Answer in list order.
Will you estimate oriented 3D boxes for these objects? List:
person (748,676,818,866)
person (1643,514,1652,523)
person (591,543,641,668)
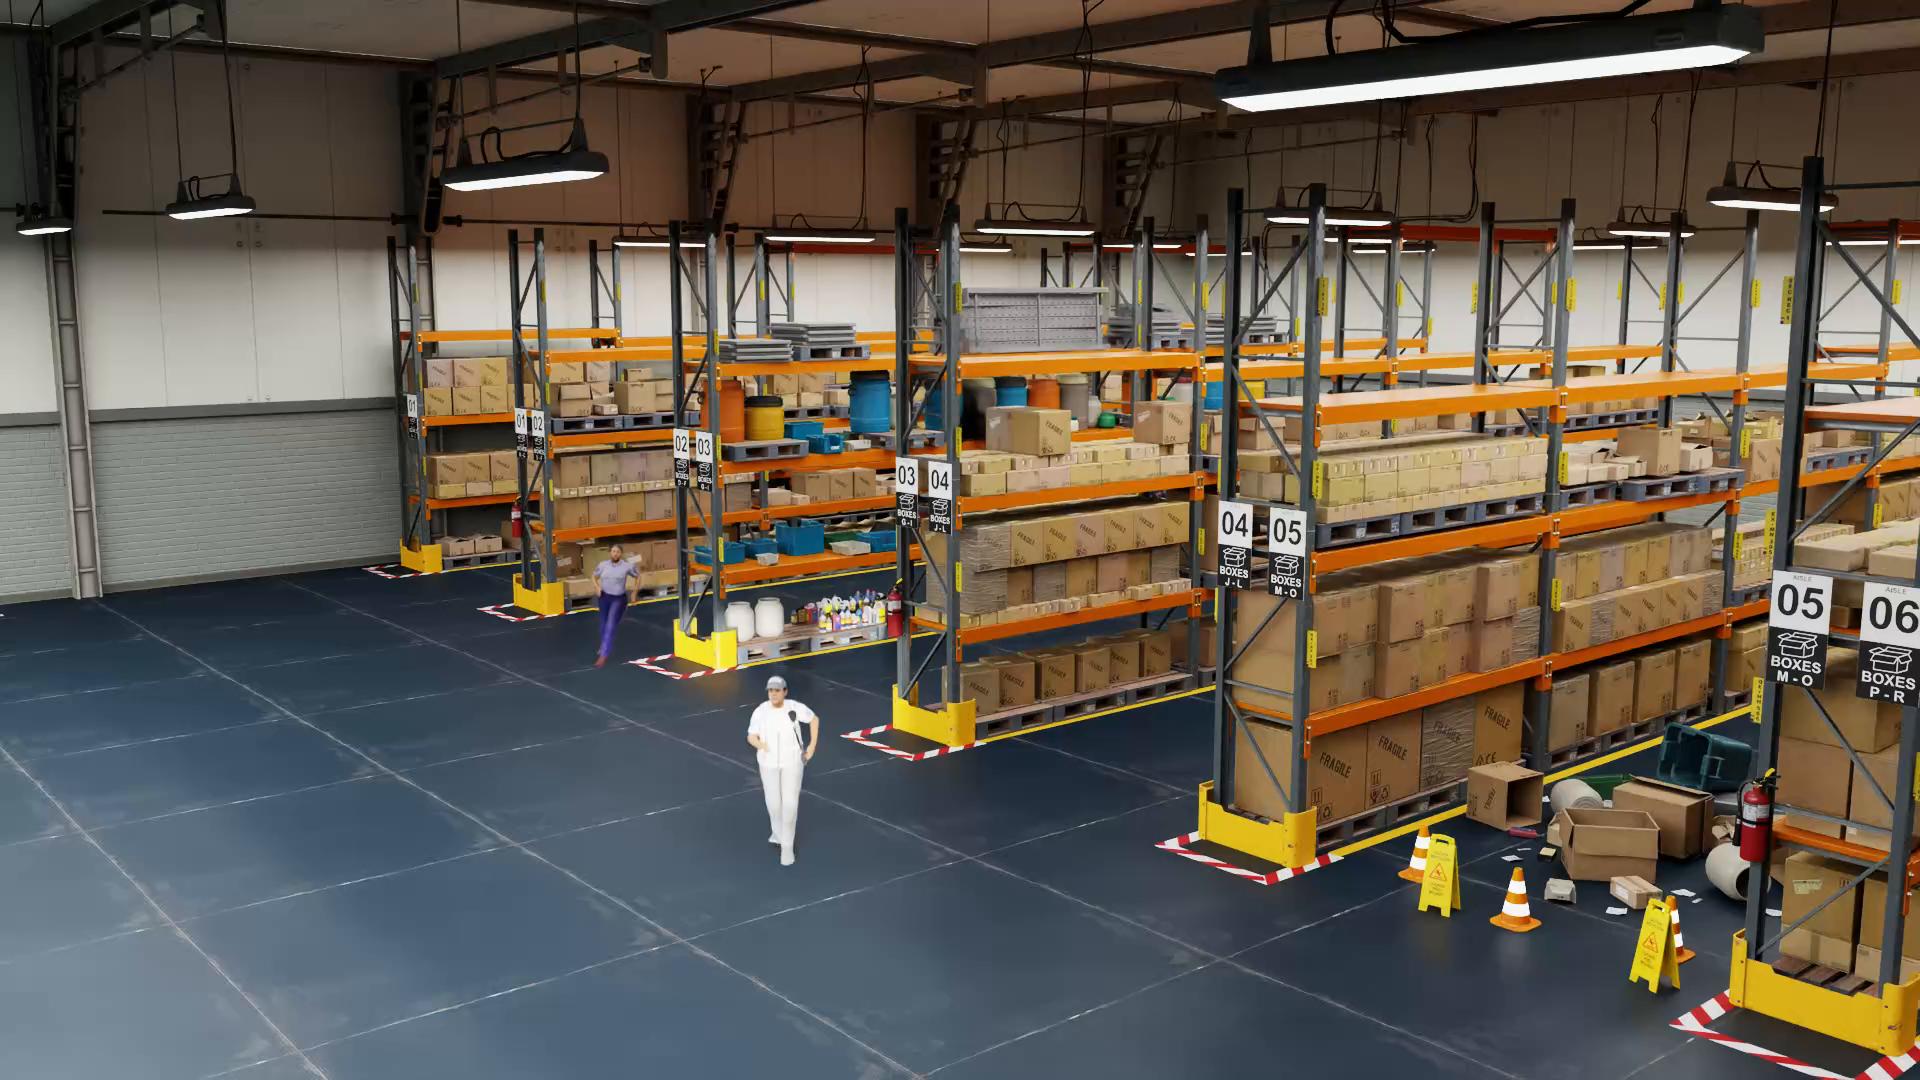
[{"bbox_3d":[-1.614,2.069,15.108,0.608,1.703,0.733,1,9,4],"label":"person"},{"bbox_3d":[10.753,0.378,26.123,0.513,1.552,0.621,8,12,42],"label":"person"},{"bbox_3d":[-4.771,0.861,22.846,0.692,1.644,0.911,1,9,8],"label":"person"}]
